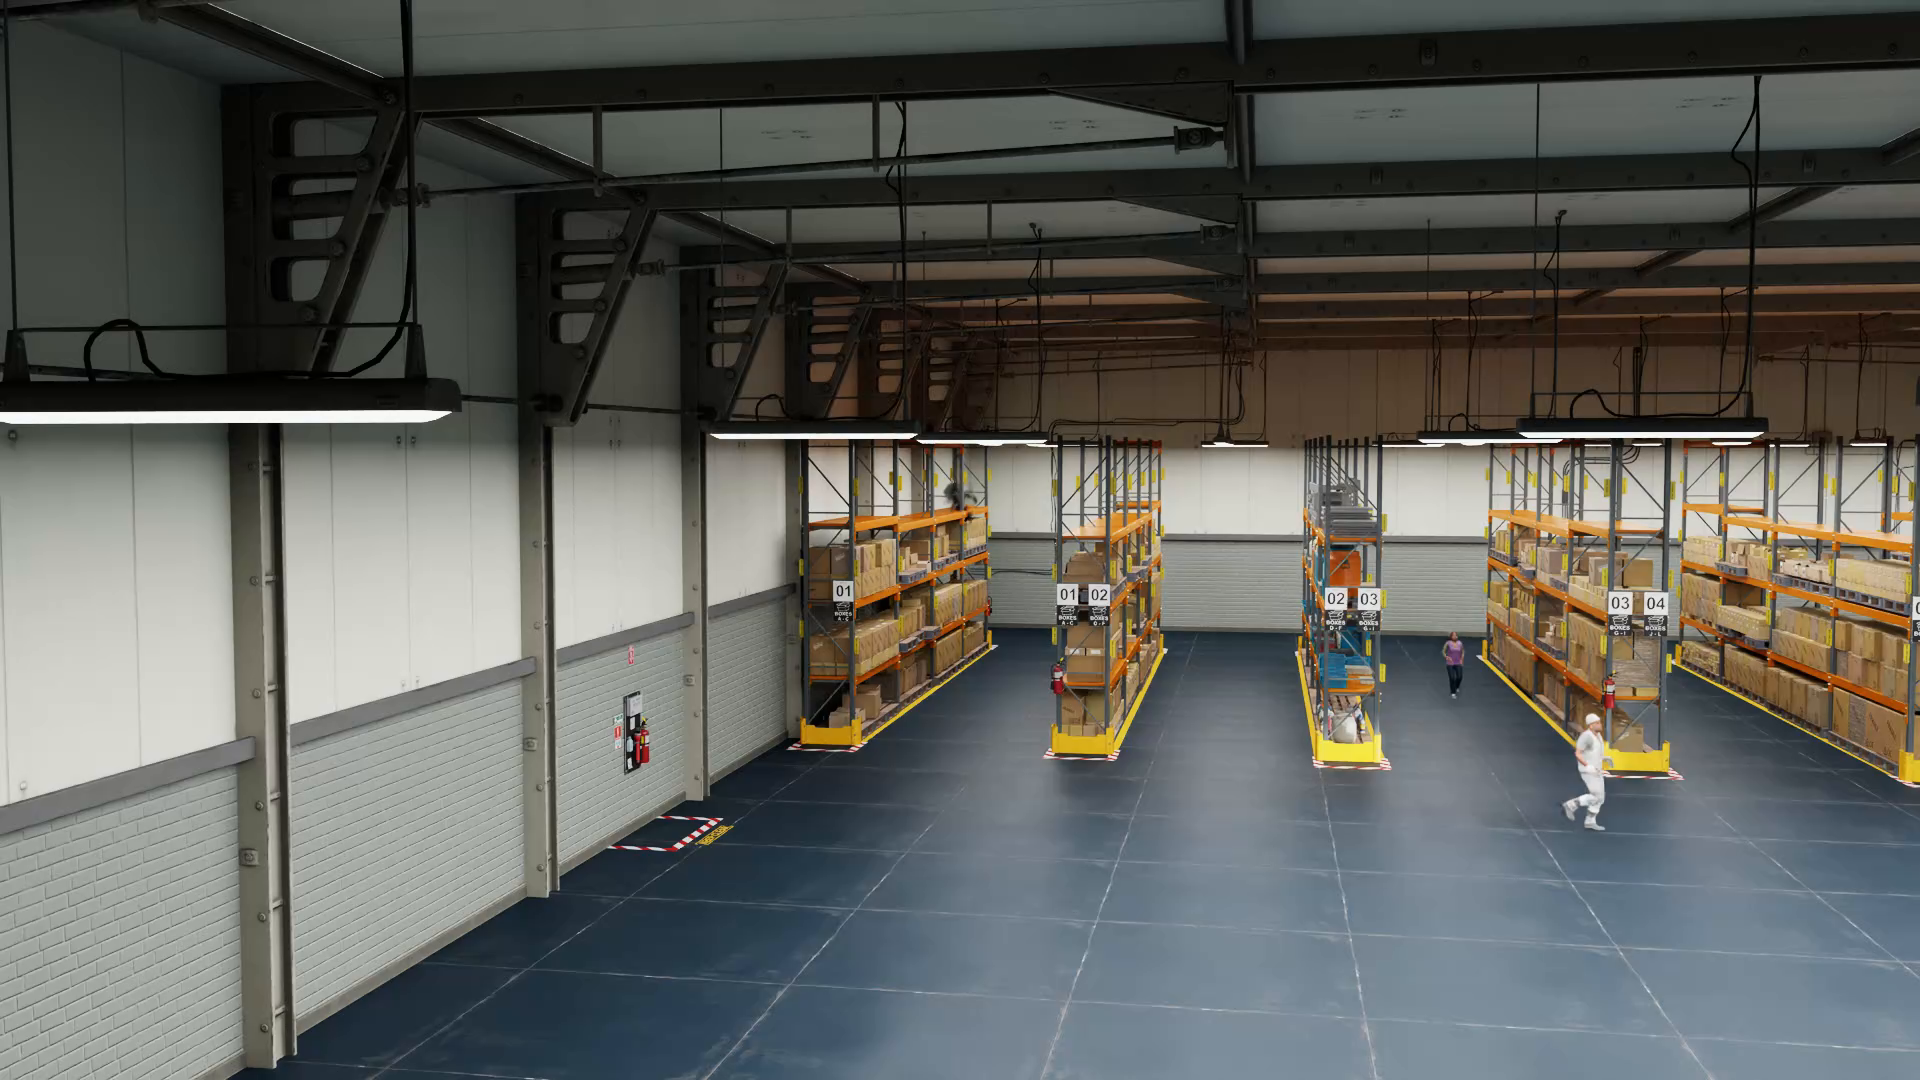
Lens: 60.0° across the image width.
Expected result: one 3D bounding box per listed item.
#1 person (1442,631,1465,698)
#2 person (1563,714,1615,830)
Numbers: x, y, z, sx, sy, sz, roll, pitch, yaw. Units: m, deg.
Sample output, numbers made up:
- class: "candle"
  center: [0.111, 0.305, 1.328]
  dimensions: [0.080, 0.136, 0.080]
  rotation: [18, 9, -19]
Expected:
- class: "person"
  center: [11.346, 2.878, 38.197]
  dimensions: [0.540, 1.547, 0.520]
  rotation: [0, 3, 6]
- class: "person"
  center: [9.520, 3.492, 25.153]
  dimensions: [0.647, 1.754, 0.646]
  rotation: [3, 4, 39]
